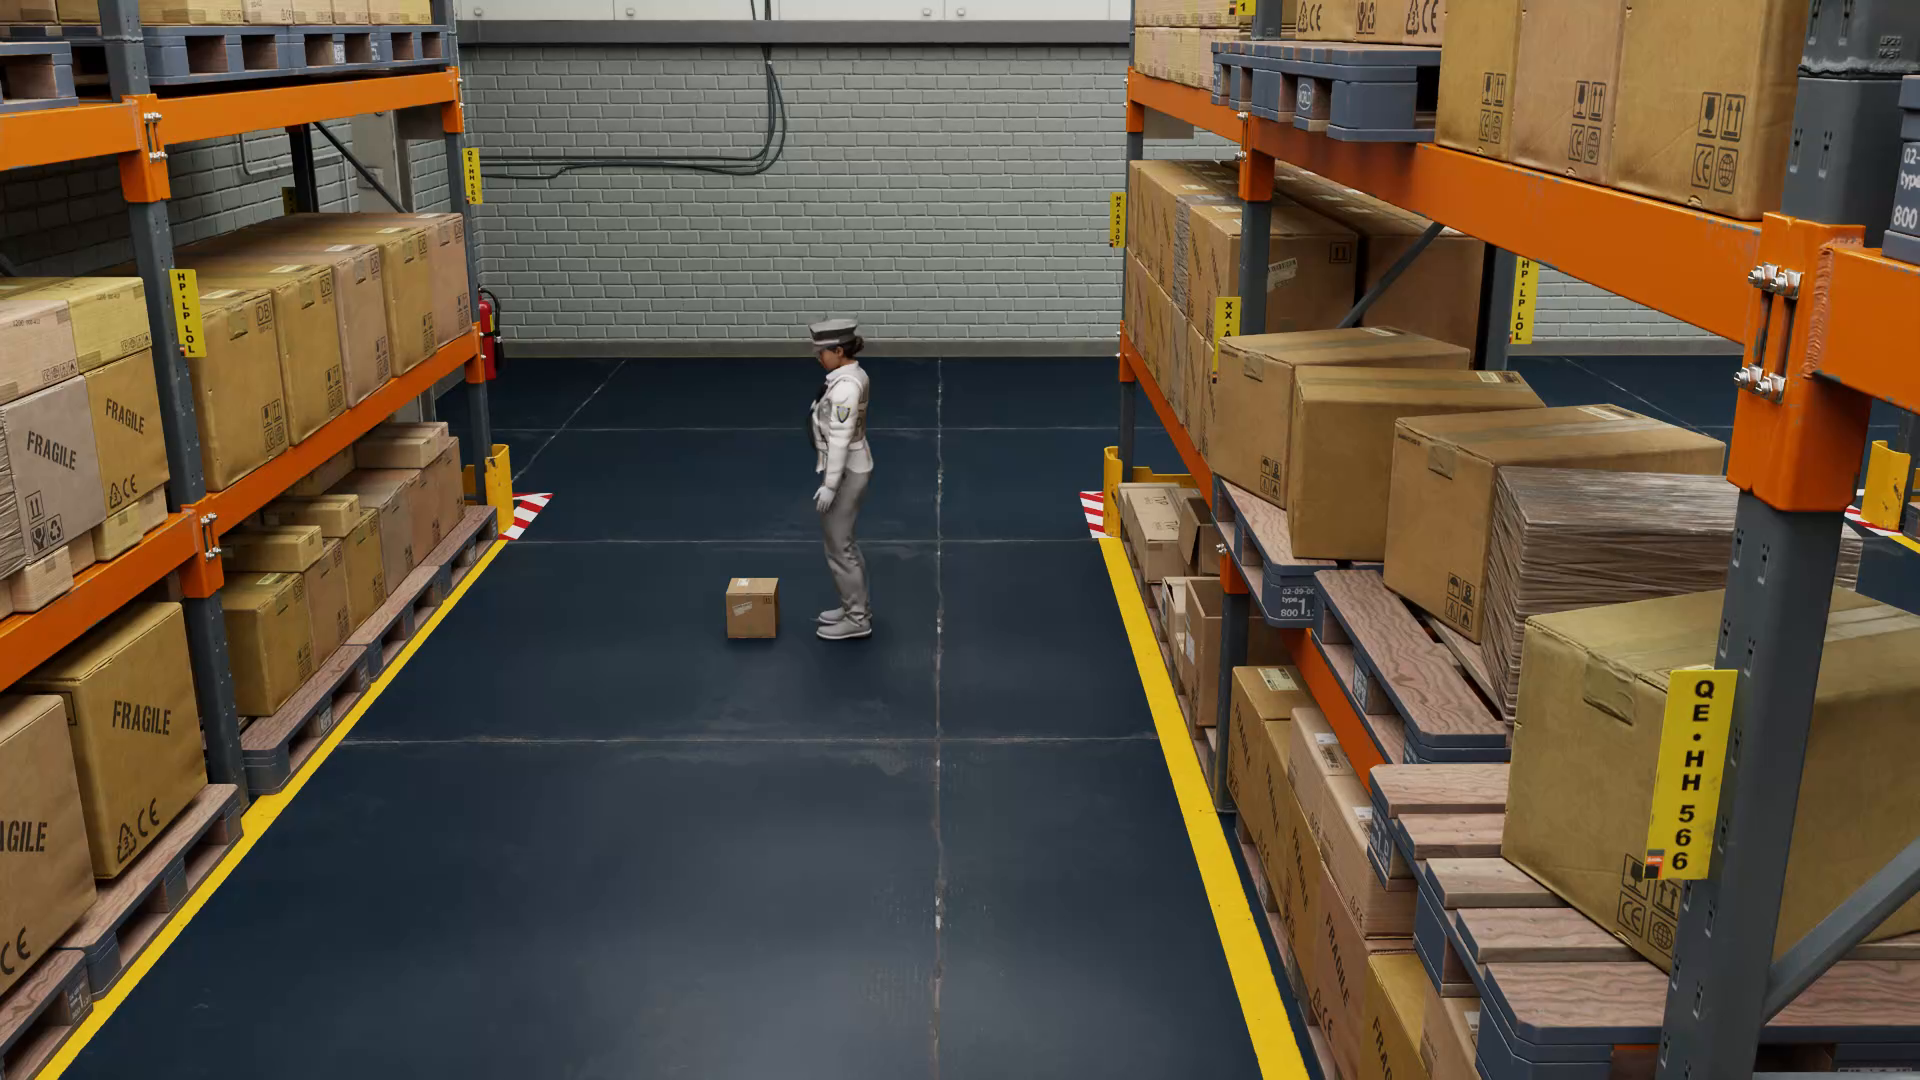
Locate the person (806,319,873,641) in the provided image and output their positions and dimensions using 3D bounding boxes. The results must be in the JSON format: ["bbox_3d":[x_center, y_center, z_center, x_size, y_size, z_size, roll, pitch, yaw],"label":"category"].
[{"bbox_3d":[-0.609,-0.309,8.558,0.327,1.662,0.473,0,17,0],"label":"person"}]
